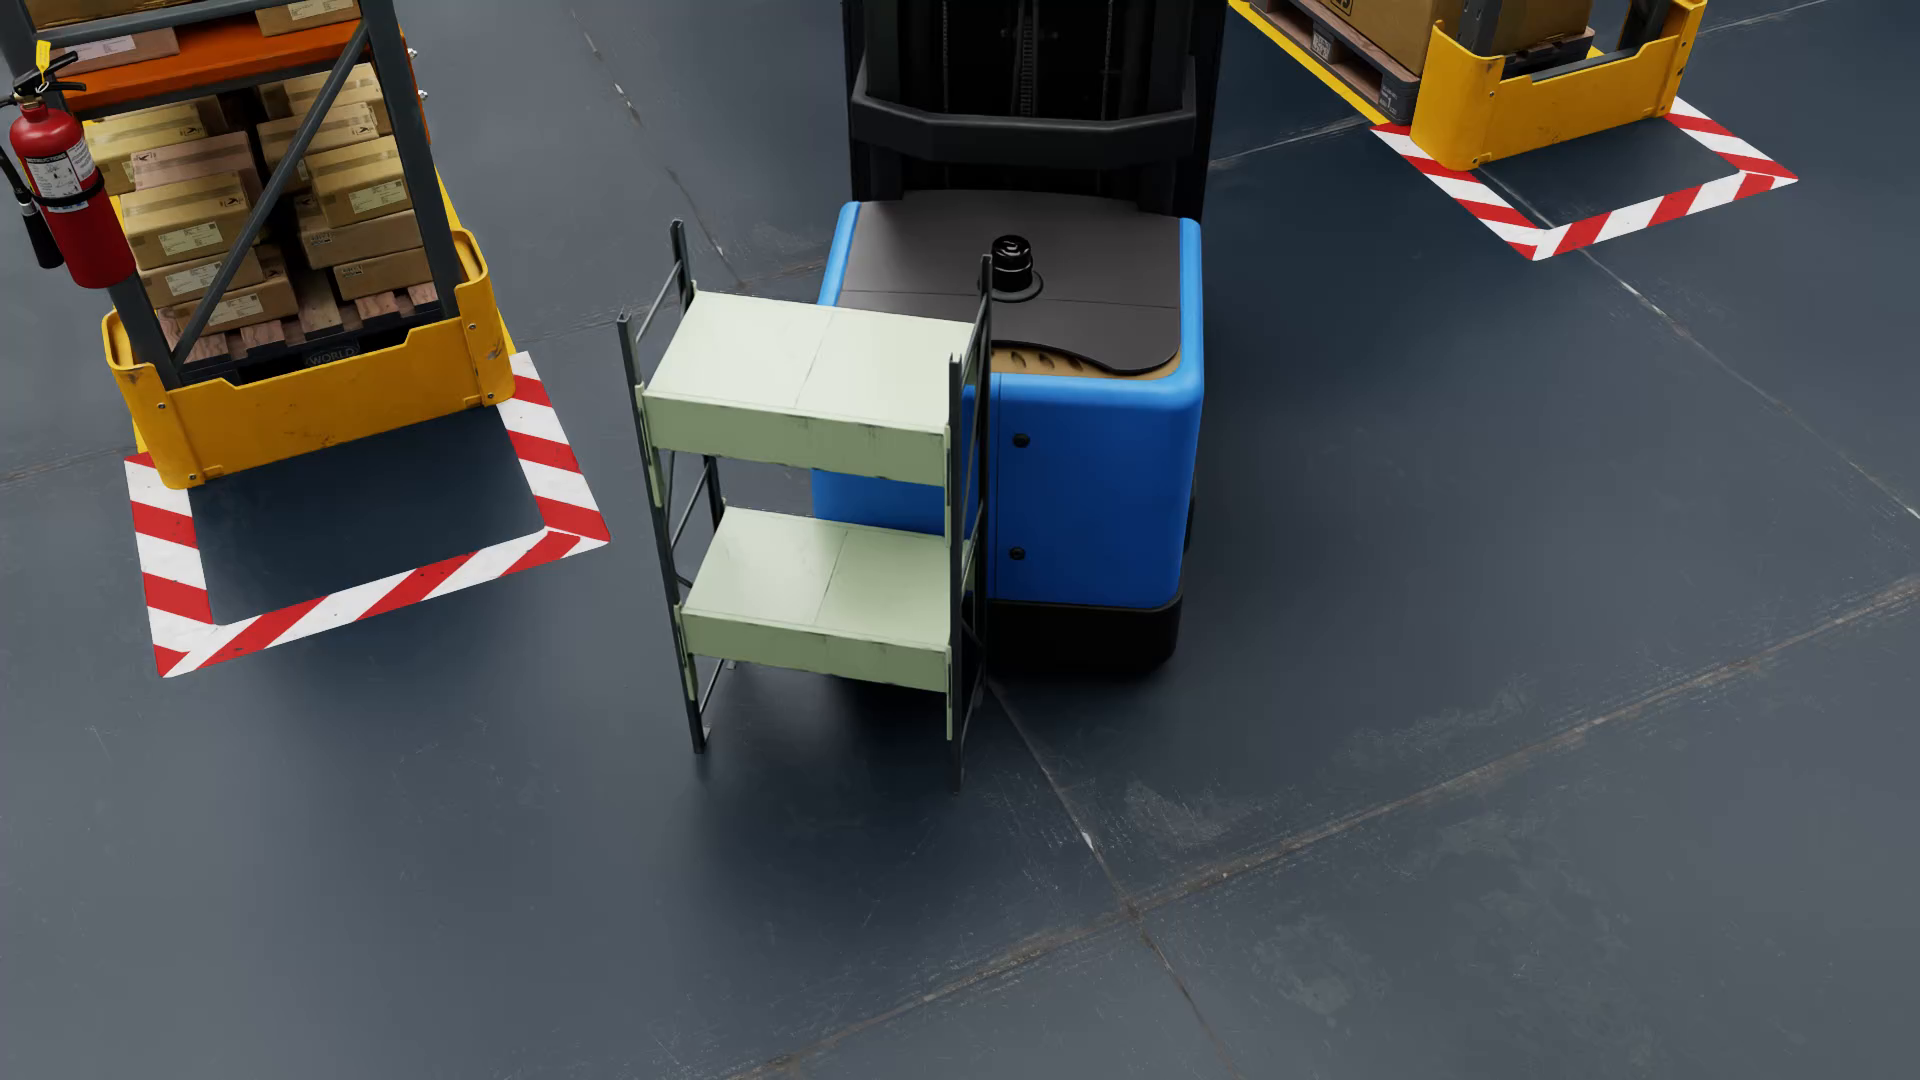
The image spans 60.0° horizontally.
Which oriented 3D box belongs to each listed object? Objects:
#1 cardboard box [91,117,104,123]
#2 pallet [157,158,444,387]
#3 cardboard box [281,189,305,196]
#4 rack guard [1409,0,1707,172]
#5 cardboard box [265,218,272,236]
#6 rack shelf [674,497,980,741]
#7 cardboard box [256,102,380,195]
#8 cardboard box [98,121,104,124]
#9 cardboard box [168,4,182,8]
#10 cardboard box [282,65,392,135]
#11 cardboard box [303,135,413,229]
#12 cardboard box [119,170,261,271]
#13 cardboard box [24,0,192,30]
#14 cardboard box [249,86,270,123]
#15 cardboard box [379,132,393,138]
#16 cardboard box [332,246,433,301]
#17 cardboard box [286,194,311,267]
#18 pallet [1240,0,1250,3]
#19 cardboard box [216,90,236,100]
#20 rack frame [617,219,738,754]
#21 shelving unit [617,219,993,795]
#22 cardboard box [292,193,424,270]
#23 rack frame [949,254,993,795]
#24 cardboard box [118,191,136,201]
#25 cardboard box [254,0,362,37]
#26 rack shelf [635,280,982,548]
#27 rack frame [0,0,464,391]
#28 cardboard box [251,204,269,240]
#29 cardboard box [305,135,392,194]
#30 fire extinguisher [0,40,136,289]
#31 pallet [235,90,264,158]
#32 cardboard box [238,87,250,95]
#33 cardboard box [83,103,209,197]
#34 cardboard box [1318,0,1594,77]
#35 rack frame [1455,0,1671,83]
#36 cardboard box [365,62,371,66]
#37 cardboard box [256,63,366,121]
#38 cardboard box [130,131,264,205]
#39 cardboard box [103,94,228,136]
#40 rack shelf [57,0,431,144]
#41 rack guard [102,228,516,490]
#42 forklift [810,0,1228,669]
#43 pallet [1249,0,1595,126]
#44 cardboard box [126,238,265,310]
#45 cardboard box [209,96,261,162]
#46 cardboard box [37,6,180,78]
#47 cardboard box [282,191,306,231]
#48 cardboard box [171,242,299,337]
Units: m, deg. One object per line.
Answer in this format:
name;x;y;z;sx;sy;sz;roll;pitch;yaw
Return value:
cardboard box;-3.036;-1.702;6.146;0.380;0.149;0.250;-16;47;-16
pallet;-2.433;-1.034;6.147;1.003;0.211;1.213;-18;47;-17
cardboard box;-2.326;-1.421;6.073;0.380;0.149;0.250;-17;47;-17
rack guard;2.462;-1.945;6.865;1.175;0.500;0.348;-18;47;-17
cardboard box;-2.735;-1.186;6.047;0.380;0.149;0.250;-18;47;-18
rack shelf;-0.334;0.207;4.437;0.720;0.370;0.431;8;45;8
cardboard box;-2.228;-1.370;5.810;0.380;0.149;0.250;-17;47;-17
cardboard box;-3.022;-1.599;6.254;0.380;0.149;0.250;-17;47;-17
cardboard box;-2.555;-1.654;4.969;0.380;0.149;0.250;-18;47;-17
cardboard box;-2.218;-1.569;6.011;0.380;0.149;0.250;-18;47;-18
cardboard box;-2.003;-1.230;5.668;0.380;0.149;0.250;-20;48;-19
cardboard box;-2.544;-1.059;5.494;0.380;0.149;0.250;-18;47;-17
cardboard box;-2.514;-1.801;4.657;0.500;0.500;0.500;-17;47;-17
cardboard box;-2.533;-1.757;6.414;0.380;0.149;0.250;-20;48;-19
cardboard box;-2.335;-1.616;6.271;0.380;0.149;0.250;-17;47;-16
cardboard box;-2.021;-1.013;5.871;0.380;0.149;0.250;-17;47;-17
cardboard box;-2.205;-1.155;6.016;0.380;0.149;0.250;-18;47;-18
pallet;1.535;-3.120;8.262;1.003;0.211;1.213;-18;47;-17
cardboard box;-3.149;-1.847;6.717;0.380;0.149;0.250;-17;47;-16
rack frame;-0.693;-0.075;4.258;0.023;1.500;0.400;8;45;8
shelving unit;-0.334;-0.025;4.208;0.755;1.500;0.431;8;45;8
cardboard box;-2.079;-1.100;5.748;0.380;0.149;0.250;-16;47;-16
rack frame;0.025;0.024;4.157;0.023;1.500;0.400;8;45;8
cardboard box;-2.792;-1.273;5.923;0.380;0.149;0.250;-20;48;-19
cardboard box;-1.930;-1.663;4.979;0.380;0.149;0.250;-18;48;-18
rack shelf;-0.334;-0.303;3.934;0.720;0.370;0.431;8;45;8
rack frame;-2.091;-1.450;4.583;1.000;3.000;0.127;-18;47;-17
cardboard box;-2.633;-1.125;5.773;0.380;0.149;0.250;-19;48;-18
cardboard box;-2.142;-1.291;5.942;0.380;0.149;0.250;-18;47;-18
fire extinguisher;-2.404;-0.992;4.441;0.296;0.674;0.183;-18;47;-17
pallet;-2.942;-1.810;6.934;1.003;0.211;1.213;-18;47;-17
cardboard box;-2.684;-1.918;6.577;0.380;0.149;0.250;-16;47;-15
cardboard box;-2.821;-1.363;5.803;0.380;0.149;0.250;-19;48;-18
cardboard box;2.110;-2.627;6.991;0.875;0.875;0.875;-18;47;-17
rack frame;2.452;-2.850;6.003;1.000;3.000;0.127;-18;47;-17
cardboard box;-2.544;-1.826;6.695;0.380;0.149;0.250;-20;48;-19
cardboard box;-2.397;-1.702;6.147;0.380;0.149;0.250;-20;48;-19
cardboard box;-2.597;-1.236;5.674;0.380;0.149;0.250;-17;47;-17
cardboard box;-2.873;-1.547;5.989;0.380;0.149;0.250;-20;48;-19
rack shelf;-2.932;-2.468;6.128;1.077;0.370;4.000;-18;47;-17
rack guard;-2.123;-0.608;5.510;1.175;0.500;0.348;-18;47;-17
forklift;0.230;-1.708;4.894;1.130;2.935;3.031;4;45;4
pallet;2.044;-2.344;7.475;1.003;0.211;1.213;-18;47;-17
cardboard box;-2.572;-0.942;5.588;0.380;0.149;0.250;-19;48;-18
cardboard box;-2.812;-1.474;6.128;0.380;0.149;0.250;-19;48;-18
cardboard box;-2.485;-1.484;4.798;0.380;0.149;0.250;-18;47;-17
cardboard box;-2.316;-1.311;6.174;0.380;0.149;0.250;-18;47;-17
cardboard box;-2.502;-0.858;5.715;0.380;0.149;0.250;-17;47;-17
